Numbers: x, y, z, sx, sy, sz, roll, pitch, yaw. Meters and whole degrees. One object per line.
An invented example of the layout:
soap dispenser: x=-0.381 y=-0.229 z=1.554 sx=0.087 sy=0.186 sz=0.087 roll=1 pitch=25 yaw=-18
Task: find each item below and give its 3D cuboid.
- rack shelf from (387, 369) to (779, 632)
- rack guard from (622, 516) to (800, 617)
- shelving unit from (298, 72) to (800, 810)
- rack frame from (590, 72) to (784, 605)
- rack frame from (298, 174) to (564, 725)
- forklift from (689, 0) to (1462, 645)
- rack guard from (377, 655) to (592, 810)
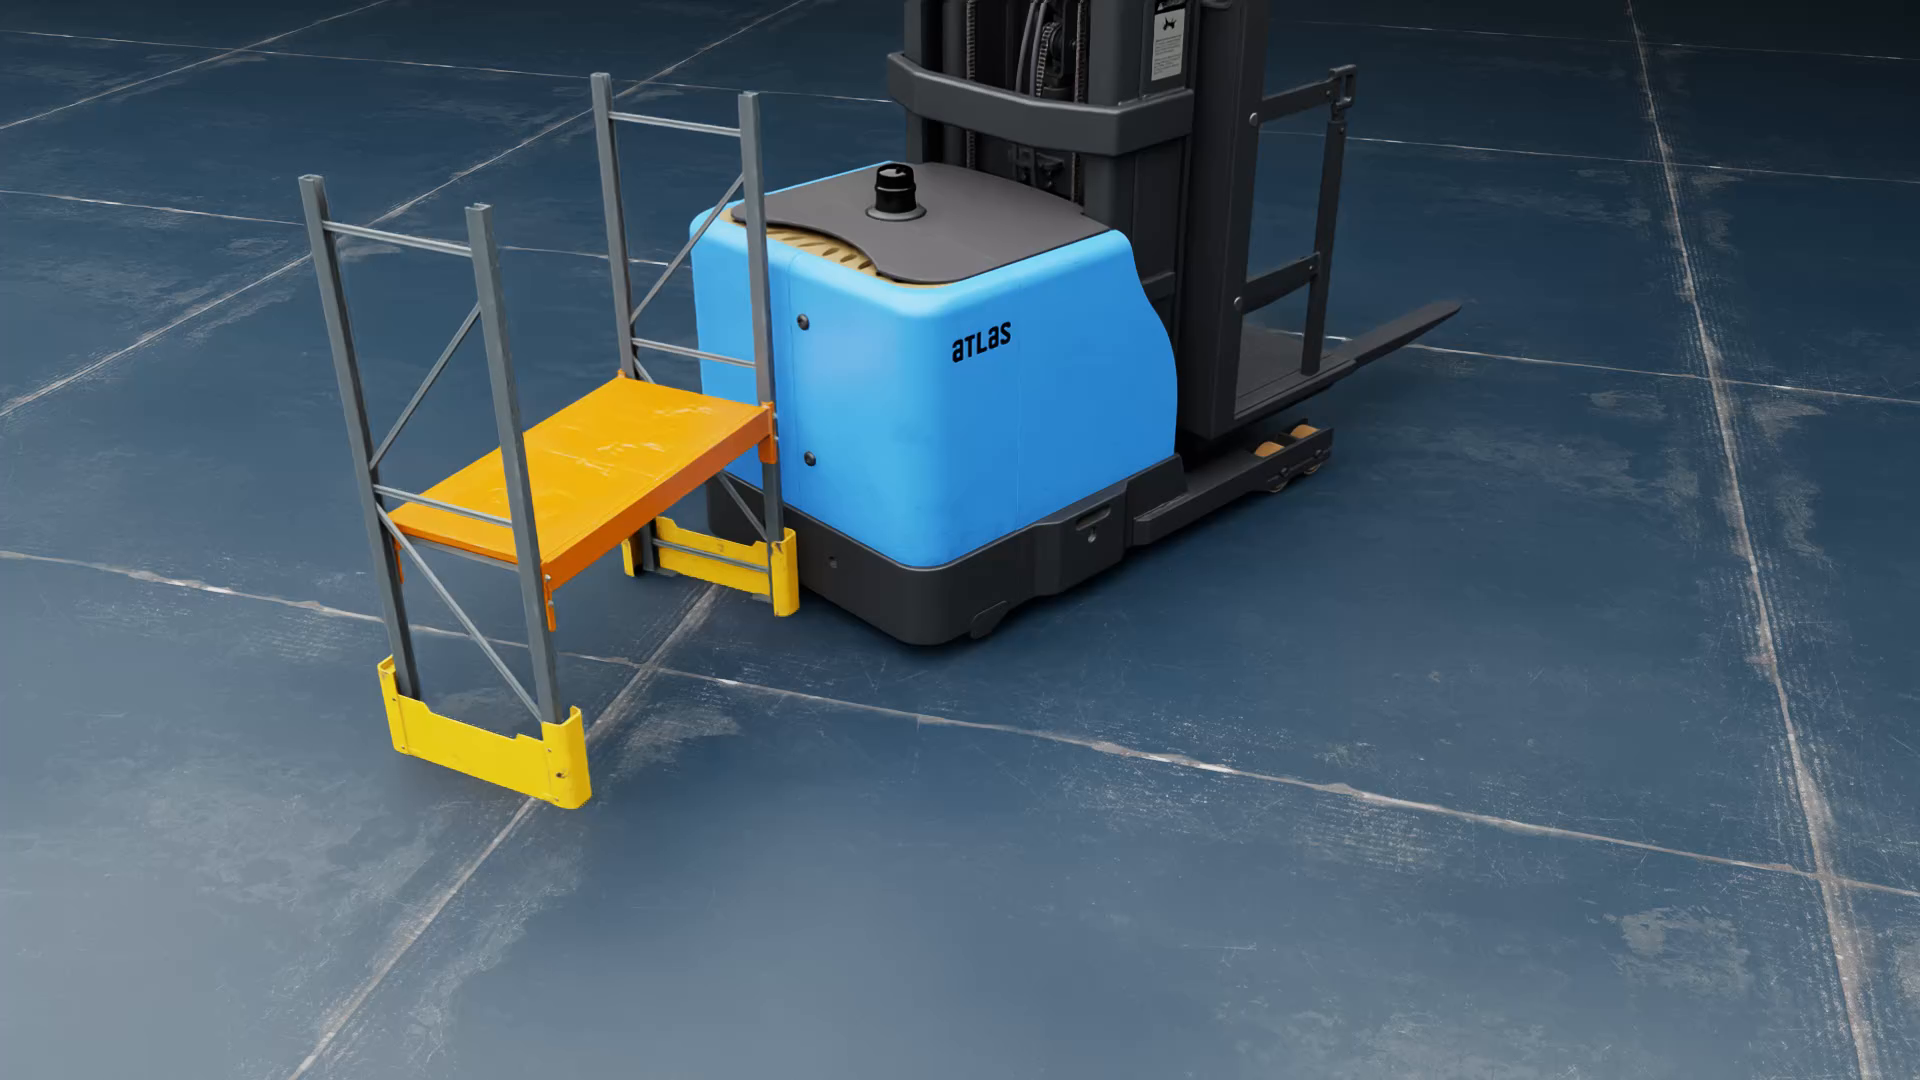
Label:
rack shelf: x=-0.962 y=-0.137 z=4.324 sx=0.538 sy=0.185 sz=1.000 roll=13 pitch=32 yaw=23
rack guard: x=-0.747 y=0.038 z=4.924 sx=0.587 sy=0.250 sz=0.087 roll=13 pitch=32 yaw=23
shelving unit: x=-0.966 y=-0.291 z=4.229 sx=0.587 sy=1.500 sz=1.083 roll=13 pitch=32 yaw=23
rack frame: x=-0.738 y=-0.516 z=4.635 sx=0.500 sy=1.500 sz=0.032 roll=13 pitch=32 yaw=23
rack frame: x=-1.186 y=-0.073 z=3.838 sx=0.500 sy=1.500 sz=0.032 roll=13 pitch=32 yaw=23
forklift: x=0.623 y=-1.600 z=5.112 sx=3.031 sy=2.935 sz=1.130 roll=-25 pitch=38 yaw=-37
rack guard: x=-1.186 y=0.473 z=4.143 sx=0.587 sy=0.250 sz=0.087 roll=13 pitch=32 yaw=23
